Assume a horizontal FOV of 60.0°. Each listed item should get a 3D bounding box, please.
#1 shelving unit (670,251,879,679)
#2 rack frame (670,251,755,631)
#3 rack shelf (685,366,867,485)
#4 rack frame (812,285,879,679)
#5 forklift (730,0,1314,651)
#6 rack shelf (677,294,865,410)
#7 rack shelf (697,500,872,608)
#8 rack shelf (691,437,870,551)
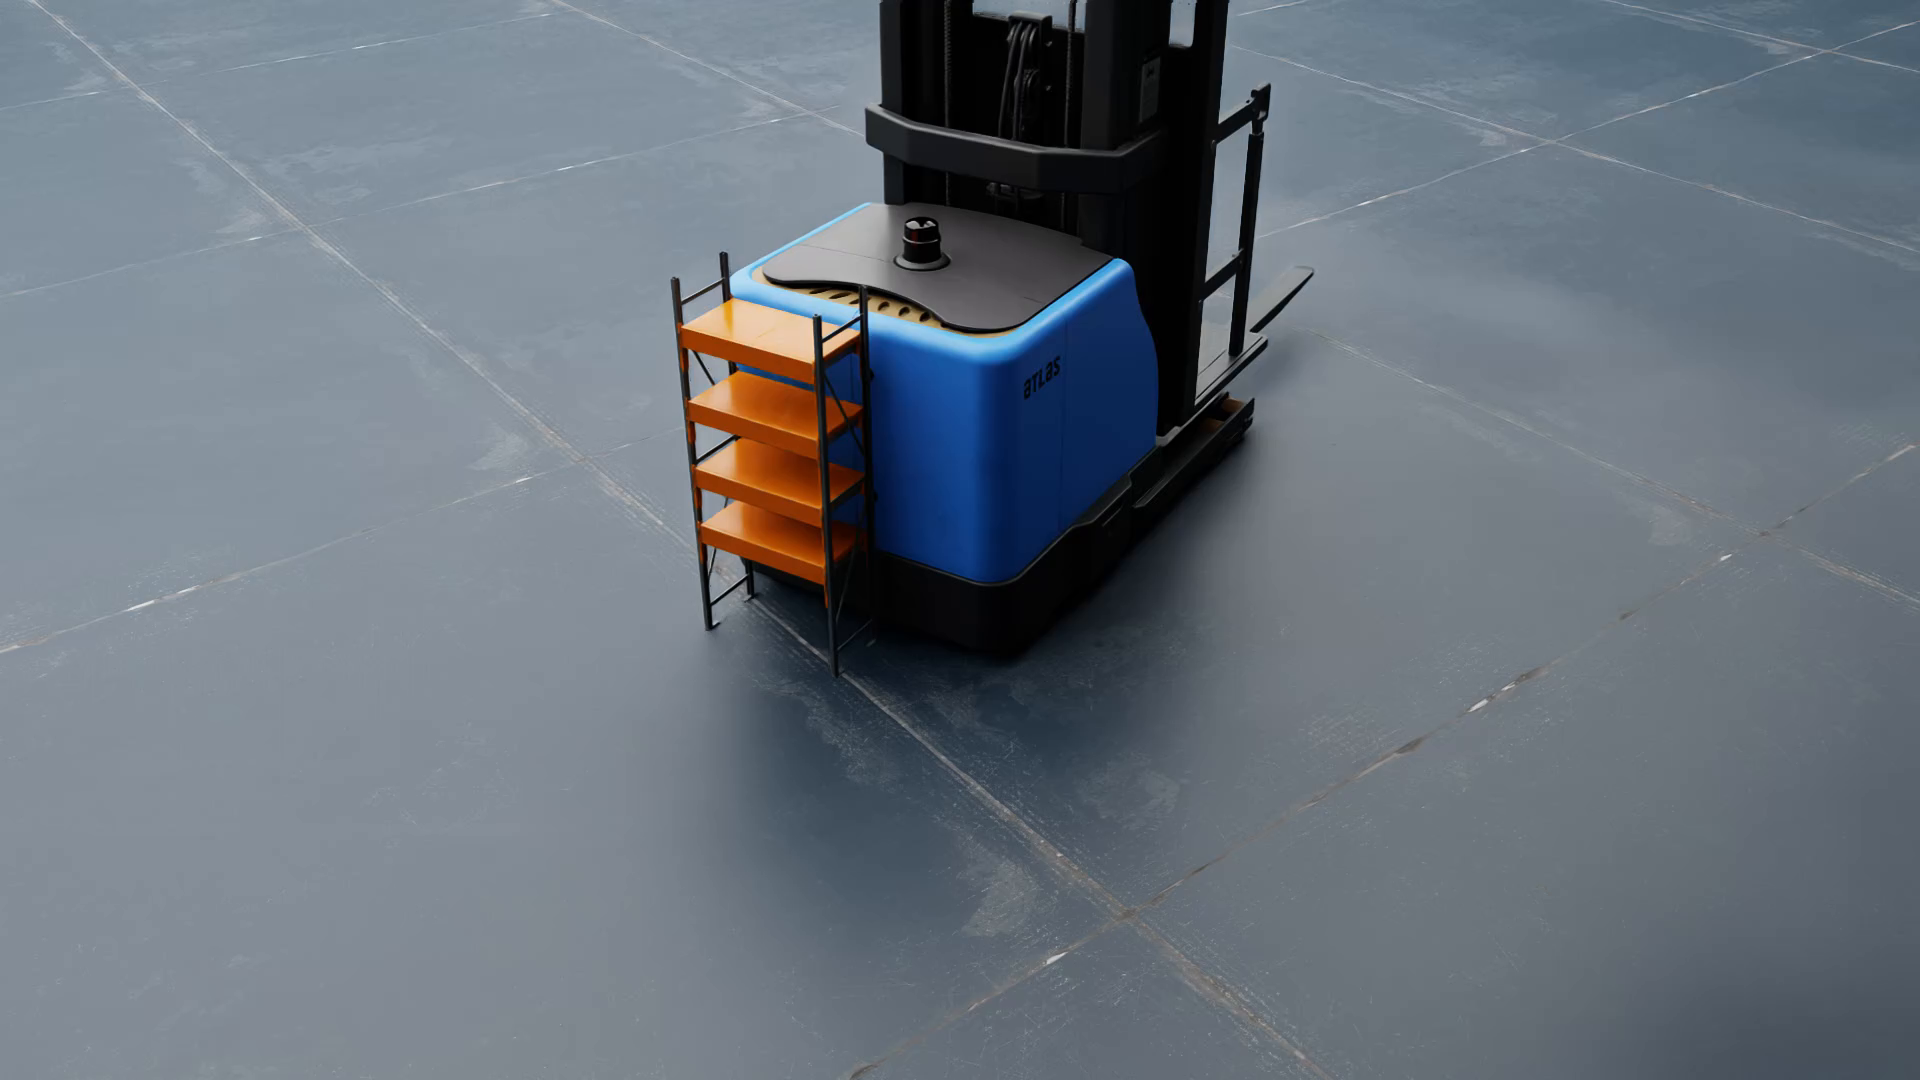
[{"bbox_3d":[-0.533,-0.208,4.947,0.503,1.200,0.258,18,36,26],"label":"shelving unit"},{"bbox_3d":[-0.742,-0.275,5.055,0.015,1.200,0.240,18,36,26],"label":"rack frame"},{"bbox_3d":[-0.533,-0.341,4.864,0.480,0.148,0.258,18,36,26],"label":"rack shelf"},{"bbox_3d":[-0.325,-0.141,4.839,0.015,1.200,0.240,18,36,26],"label":"rack frame"},{"bbox_3d":[0.467,-1.649,5.628,1.130,2.935,3.031,18,36,26],"label":"forklift"},{"bbox_3d":[-0.534,-0.541,4.739,0.480,0.148,0.258,18,36,26],"label":"rack shelf"},{"bbox_3d":[-0.533,0.018,5.088,0.480,0.148,0.258,18,36,26],"label":"rack shelf"},{"bbox_3d":[-0.533,-0.151,4.983,0.480,0.148,0.258,18,36,26],"label":"rack shelf"}]
